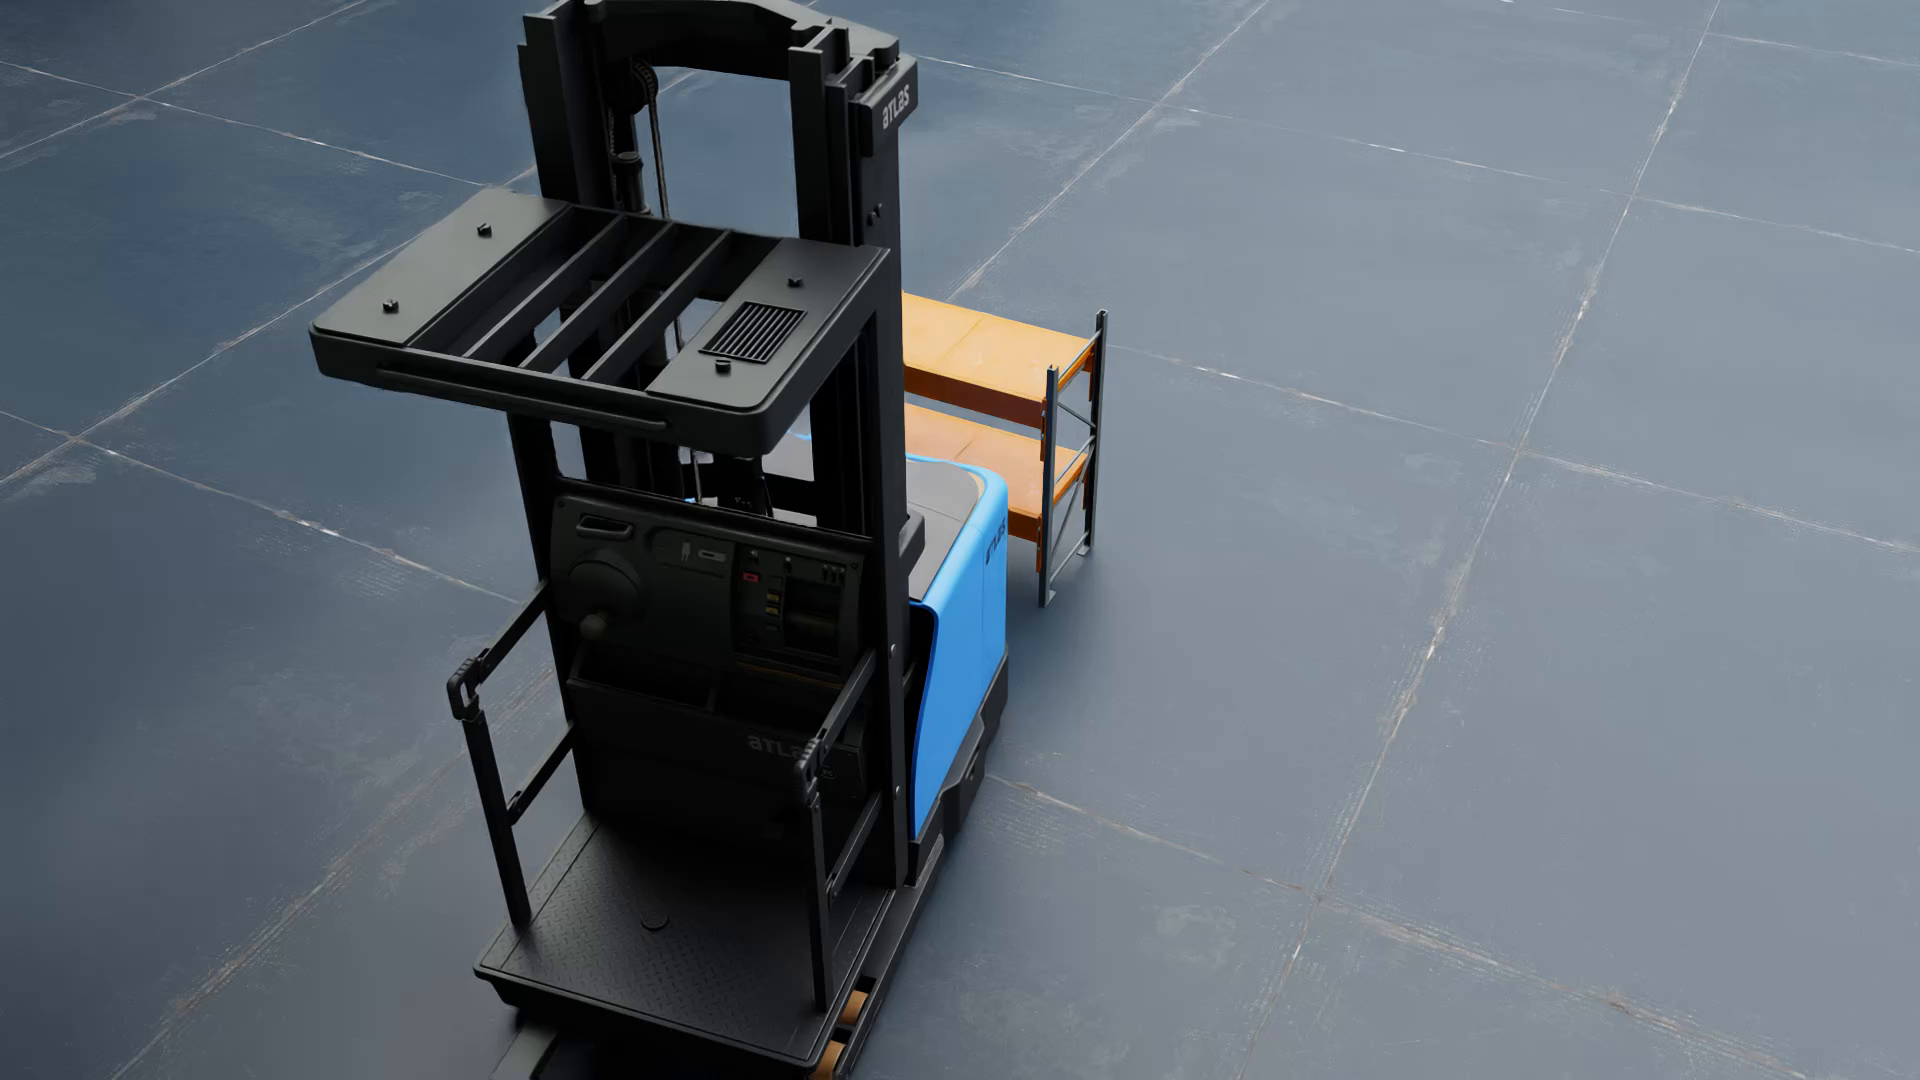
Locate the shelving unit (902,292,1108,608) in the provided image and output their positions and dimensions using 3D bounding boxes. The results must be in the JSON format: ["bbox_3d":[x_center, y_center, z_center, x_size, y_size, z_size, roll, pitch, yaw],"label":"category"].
[{"bbox_3d":[-0.006,-0.450,6.785,1.048,1.125,0.538,17,41,21],"label":"shelving unit"}]

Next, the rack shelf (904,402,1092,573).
[{"bbox_3d":[-0.006,-0.255,6.933,1.000,0.278,0.538,17,41,21],"label":"rack shelf"}]

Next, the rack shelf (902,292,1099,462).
[{"bbox_3d":[-0.006,-0.683,6.608,1.000,0.278,0.538,17,41,21],"label":"rack shelf"}]

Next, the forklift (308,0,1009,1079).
[{"bbox_3d":[-0.772,0.205,4.429,1.130,2.935,3.031,11,39,15],"label":"forklift"}]

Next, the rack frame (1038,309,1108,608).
[{"bbox_3d":[0.445,-0.309,6.599,0.032,1.125,0.500,17,41,21],"label":"rack frame"}]
